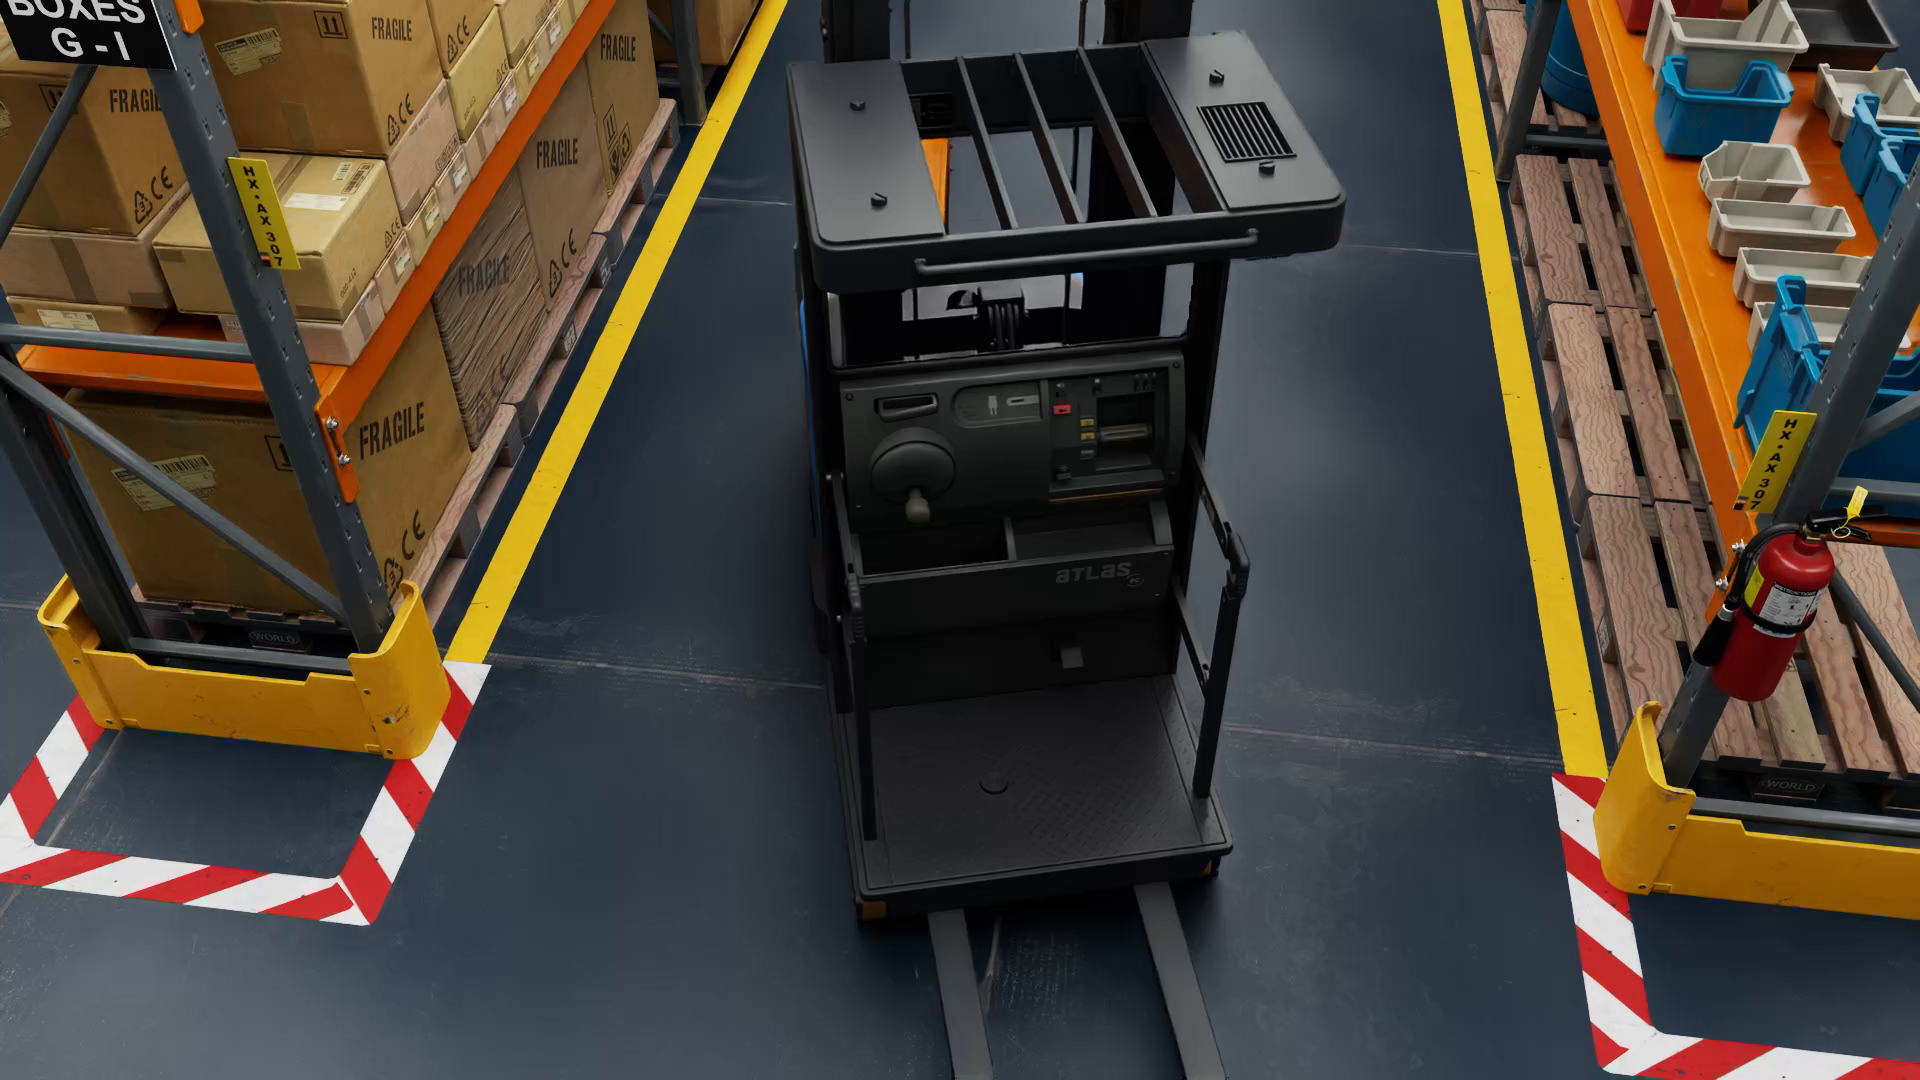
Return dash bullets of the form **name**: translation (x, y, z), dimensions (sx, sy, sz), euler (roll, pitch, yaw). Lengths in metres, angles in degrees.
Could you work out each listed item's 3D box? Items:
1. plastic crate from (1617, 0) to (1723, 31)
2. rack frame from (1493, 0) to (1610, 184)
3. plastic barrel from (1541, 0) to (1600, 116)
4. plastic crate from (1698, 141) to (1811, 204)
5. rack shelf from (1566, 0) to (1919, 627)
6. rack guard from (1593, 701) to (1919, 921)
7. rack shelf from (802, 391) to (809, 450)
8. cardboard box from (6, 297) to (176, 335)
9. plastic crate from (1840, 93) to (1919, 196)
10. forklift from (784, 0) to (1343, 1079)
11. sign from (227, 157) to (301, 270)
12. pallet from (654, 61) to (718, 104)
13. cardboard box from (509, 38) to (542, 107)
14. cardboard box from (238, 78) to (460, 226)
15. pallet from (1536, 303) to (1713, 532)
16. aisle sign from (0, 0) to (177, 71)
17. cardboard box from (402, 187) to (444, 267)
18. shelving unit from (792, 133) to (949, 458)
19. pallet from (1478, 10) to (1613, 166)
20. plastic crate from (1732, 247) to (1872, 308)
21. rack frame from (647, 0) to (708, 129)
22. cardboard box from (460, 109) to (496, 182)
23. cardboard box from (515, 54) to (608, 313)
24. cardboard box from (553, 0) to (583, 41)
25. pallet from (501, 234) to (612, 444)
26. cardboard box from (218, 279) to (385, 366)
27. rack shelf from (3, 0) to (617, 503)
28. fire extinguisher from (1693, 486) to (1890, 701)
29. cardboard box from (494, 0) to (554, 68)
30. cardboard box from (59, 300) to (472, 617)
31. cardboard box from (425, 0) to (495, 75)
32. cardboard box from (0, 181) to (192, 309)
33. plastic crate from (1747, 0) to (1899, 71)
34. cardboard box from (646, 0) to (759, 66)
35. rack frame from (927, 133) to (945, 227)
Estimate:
- **plastic crate**: translation (2.742, -2.279, 6.385), dimensions (0.402, 0.464, 0.583), euler (5, 44, 6)
- **rack frame**: translation (3.108, -2.820, 7.046), dimensions (1.000, 3.000, 0.127), euler (5, 44, 6)
- **plastic barrel**: translation (3.197, -2.579, 8.013), dimensions (0.600, 0.901, 0.708), euler (5, 44, 6)
- **plastic crate**: translation (2.594, -1.183, 5.466), dimensions (0.298, 0.136, 0.250), euler (5, 44, 6)
- **rack shelf**: translation (2.844, -1.195, 5.854), dimensions (1.077, 0.370, 4.000), euler (5, 44, 6)
- **rack guard**: translation (2.589, 0.832, 5.008), dimensions (1.175, 0.500, 0.348), euler (5, 44, 6)
- **rack shelf**: translation (-0.316, -0.780, 6.611), dimensions (0.538, 0.278, 1.000), euler (0, 43, 0)
- **cardboard box**: translation (-2.609, -0.725, 5.017), dimensions (0.380, 0.149, 0.250), euler (6, 44, 6)
- **plastic crate**: translation (3.152, -1.295, 5.514), dimensions (0.416, 0.233, 0.300), euler (5, 44, 6)
- **forklift**: translation (0.180, -0.202, 4.332), dimensions (1.130, 2.935, 3.031), euler (-6, 44, -6)
- **sign**: translation (-1.781, -0.832, 4.260), dimensions (0.100, 0.325, 0.005), euler (5, 44, 6)
- **pallet**: translation (-1.774, -2.790, 9.043), dimensions (1.003, 0.211, 1.213), euler (5, 44, 6)
- **cardboard box**: translation (-1.754, -1.713, 6.060), dimensions (0.380, 0.149, 0.250), euler (4, 44, 4)
- **cardboard box**: translation (-1.937, -1.255, 5.286), dimensions (0.500, 0.250, 0.500), euler (5, 44, 5)
- **pallet**: translation (2.891, -0.469, 6.591), dimensions (1.003, 0.211, 1.213), euler (5, 44, 6)
- **aisle sign**: translation (-2.042, -1.411, 3.668), dimensions (0.394, 0.787, 0.004), euler (5, 44, 6)
- **cardboard box**: translation (-1.890, -1.014, 5.322), dimensions (0.380, 0.149, 0.250), euler (4, 44, 5)
- **shelving unit**: translation (-0.316, -0.957, 6.443), dimensions (0.538, 1.125, 1.048), euler (0, 43, 0)
- **pallet**: translation (3.252, -2.329, 8.556), dimensions (1.003, 0.211, 1.213), euler (5, 44, 6)
- **plastic crate**: translation (2.560, -0.788, 5.049), dimensions (0.396, 0.136, 0.243), euler (5, 44, 6)
- **rack frame**: translation (-1.801, -3.270, 7.522), dimensions (1.000, 3.000, 0.127), euler (5, 44, 6)
- **cardboard box**: translation (-1.822, -1.365, 5.693), dimensions (0.380, 0.149, 0.250), euler (4, 44, 5)
- **cardboard box**: translation (-2.087, -1.595, 6.993), dimensions (0.875, 0.875, 0.875), euler (5, 44, 6)
- **cardboard box**: translation (-1.686, -2.065, 6.432), dimensions (0.380, 0.149, 0.250), euler (5, 44, 5)
- **pallet**: translation (-2.138, -0.912, 7.060), dimensions (1.003, 0.211, 1.213), euler (5, 44, 6)
- **cardboard box**: translation (-1.956, -0.664, 4.953), dimensions (0.380, 0.149, 0.250), euler (6, 44, 6)
- **rack shelf**: translation (-2.066, -1.646, 6.329), dimensions (1.077, 0.370, 4.000), euler (5, 44, 6)
- **fire extinguisher**: translation (2.109, 0.132, 4.257), dimensions (0.296, 0.674, 0.183), euler (5, 44, 6)
- **cardboard box**: translation (-1.803, -1.953, 6.024), dimensions (0.500, 0.250, 0.500), euler (4, 44, 5)
- **cardboard box**: translation (-2.325, -0.368, 5.697), dimensions (0.875, 0.875, 0.875), euler (5, 44, 6)
- **cardboard box**: translation (-1.870, -1.867, 5.387), dimensions (0.500, 0.500, 0.500), euler (4, 44, 4)
- **cardboard box**: translation (-2.529, -0.952, 4.966), dimensions (0.500, 0.250, 0.500), euler (5, 44, 5)
- **plastic crate**: translation (3.226, -1.954, 6.289), dimensions (0.437, 0.125, 0.590), euler (5, 44, 6)
- **cardboard box**: translation (-1.737, -3.089, 8.570), dimensions (1.225, 0.875, 0.875), euler (5, 44, 6)
- **rack frame**: translation (-0.311, -1.307, 6.812), dimensions (0.500, 1.125, 0.032), euler (0, 43, 0)
